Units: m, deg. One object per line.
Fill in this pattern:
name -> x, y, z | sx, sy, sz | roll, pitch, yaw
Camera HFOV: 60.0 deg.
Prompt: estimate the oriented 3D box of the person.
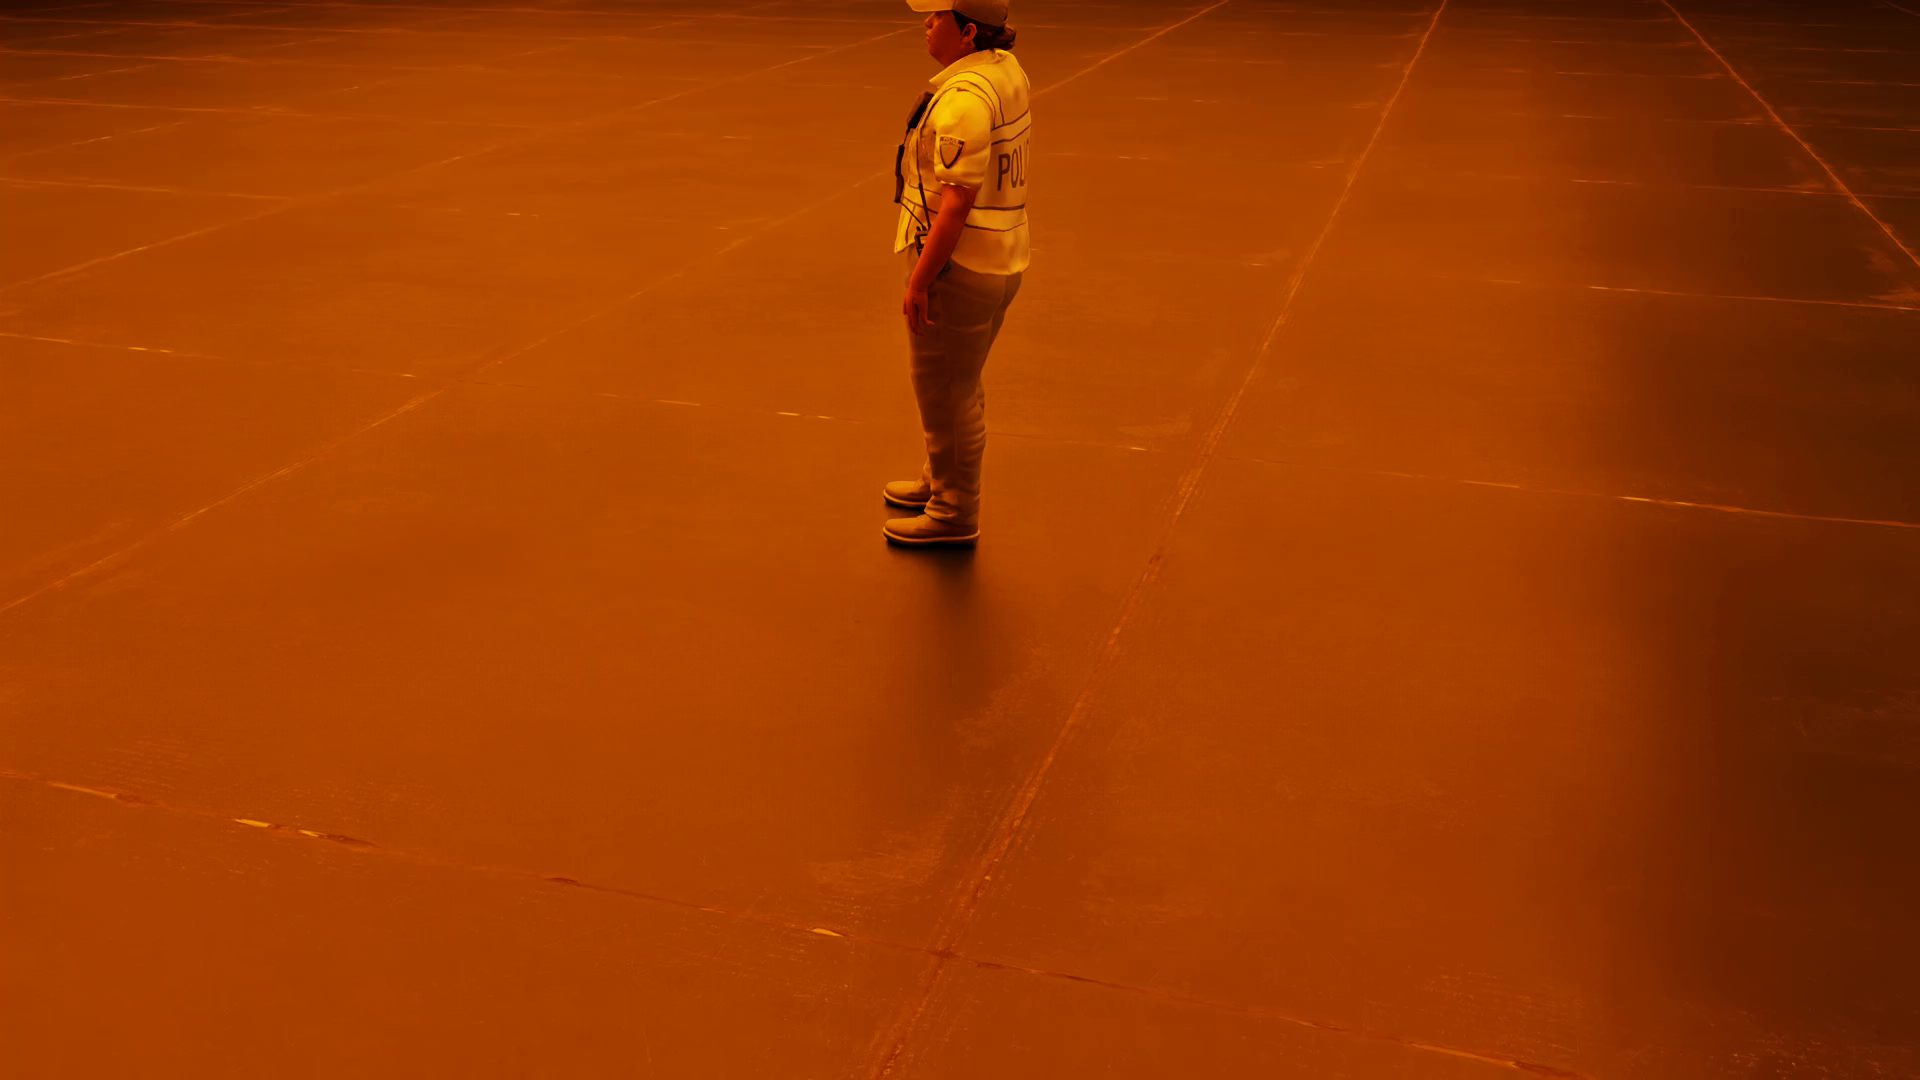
person -> -0.066, -0.794, 4.841 | 0.529, 1.670, 0.598 | 7, 23, 16
